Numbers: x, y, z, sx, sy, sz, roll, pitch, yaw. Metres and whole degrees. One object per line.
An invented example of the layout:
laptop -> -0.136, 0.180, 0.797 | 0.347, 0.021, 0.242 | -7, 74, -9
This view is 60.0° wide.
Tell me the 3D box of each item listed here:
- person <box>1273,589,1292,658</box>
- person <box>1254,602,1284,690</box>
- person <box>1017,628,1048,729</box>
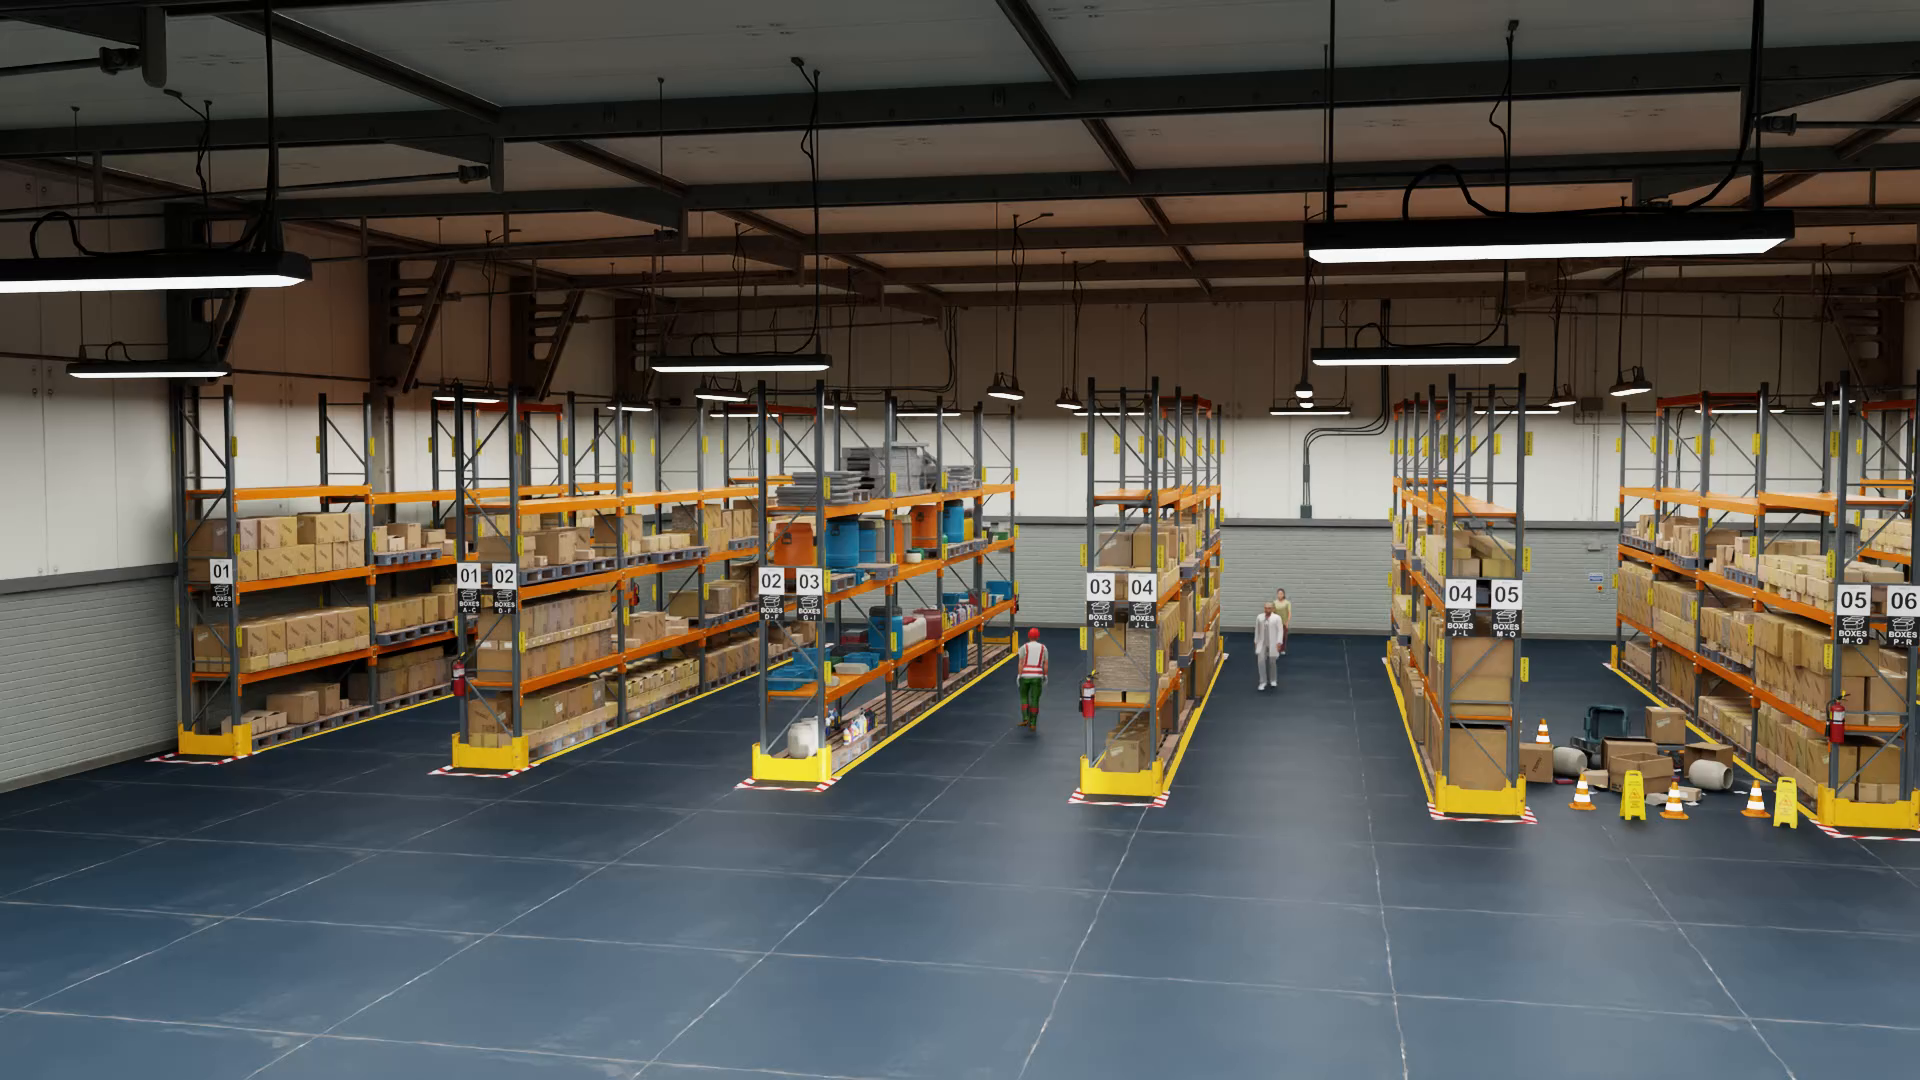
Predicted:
person -> 7.645, 1.965, 39.434 | 0.433, 1.596, 1.068 | 0, 3, 7
person -> 6.404, 2.199, 34.541 | 0.651, 1.828, 0.658 | 2, 4, 27
person -> 1.289, 2.466, 29.539 | 0.567, 1.808, 0.542 | 0, 3, 1
